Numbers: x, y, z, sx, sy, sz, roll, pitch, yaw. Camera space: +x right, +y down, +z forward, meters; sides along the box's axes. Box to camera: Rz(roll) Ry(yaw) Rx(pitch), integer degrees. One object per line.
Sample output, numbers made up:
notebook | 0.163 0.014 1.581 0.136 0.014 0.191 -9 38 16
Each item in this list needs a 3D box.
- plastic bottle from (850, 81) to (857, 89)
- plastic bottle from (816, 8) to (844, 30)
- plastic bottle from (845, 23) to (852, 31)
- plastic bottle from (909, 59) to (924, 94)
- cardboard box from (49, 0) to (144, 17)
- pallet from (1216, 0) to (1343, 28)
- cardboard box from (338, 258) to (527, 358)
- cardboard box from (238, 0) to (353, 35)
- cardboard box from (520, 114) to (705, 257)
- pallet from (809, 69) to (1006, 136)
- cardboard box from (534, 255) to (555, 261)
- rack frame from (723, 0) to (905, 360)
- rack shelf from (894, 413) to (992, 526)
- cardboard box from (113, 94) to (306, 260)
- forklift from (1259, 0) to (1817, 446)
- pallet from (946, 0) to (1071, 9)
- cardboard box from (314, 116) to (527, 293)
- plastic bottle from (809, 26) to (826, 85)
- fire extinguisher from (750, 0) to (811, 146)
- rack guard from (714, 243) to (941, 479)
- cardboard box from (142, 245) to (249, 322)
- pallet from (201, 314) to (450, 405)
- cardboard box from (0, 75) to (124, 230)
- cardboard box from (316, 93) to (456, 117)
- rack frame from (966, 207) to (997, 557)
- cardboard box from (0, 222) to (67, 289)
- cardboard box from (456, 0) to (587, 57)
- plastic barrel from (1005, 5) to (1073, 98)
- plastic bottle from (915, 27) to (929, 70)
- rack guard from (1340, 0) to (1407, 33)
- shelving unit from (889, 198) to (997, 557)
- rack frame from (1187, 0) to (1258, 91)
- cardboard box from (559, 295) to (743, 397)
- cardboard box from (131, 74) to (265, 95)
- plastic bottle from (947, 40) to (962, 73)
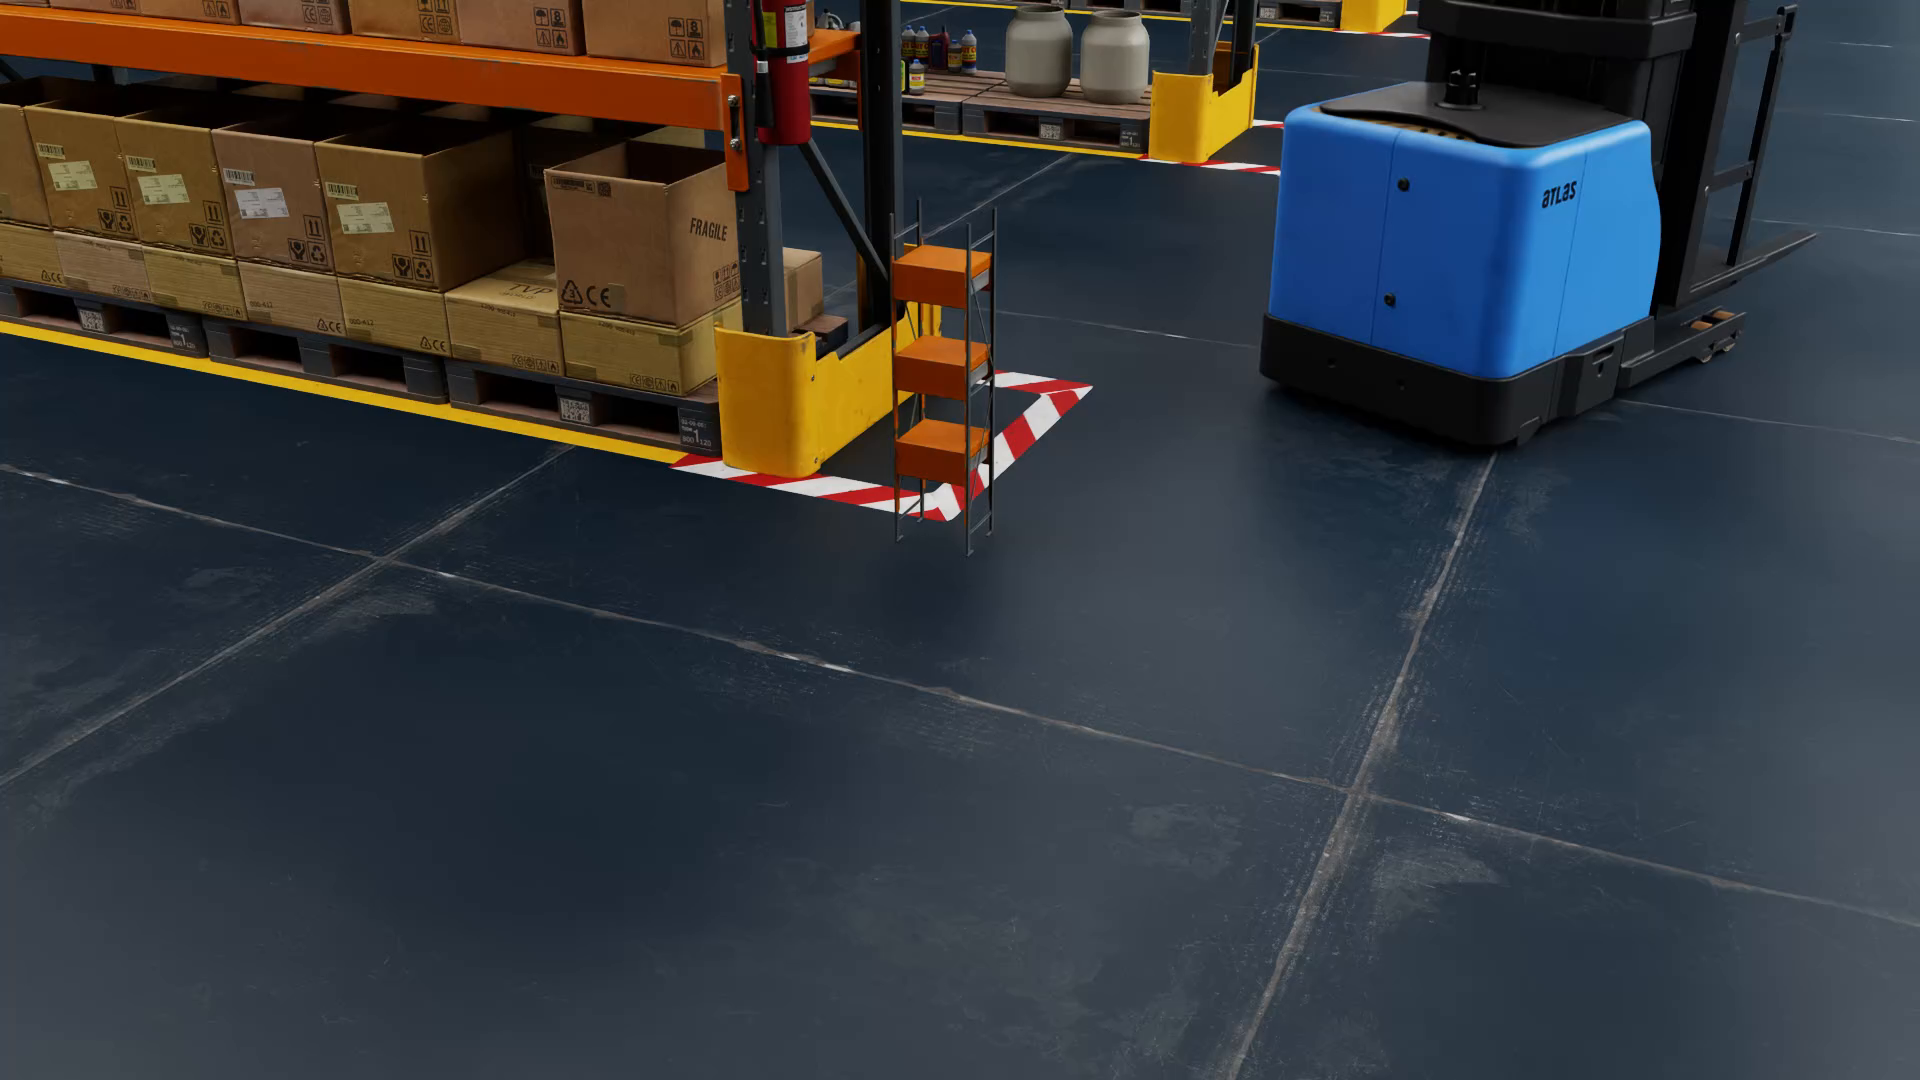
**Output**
plastic bottle | -0.617 -3.024 10.582 0.135 0.276 0.152 11 28 20
plastic bottle | -0.886 -3.451 11.365 0.185 0.351 0.144 11 28 21
plastic bottle | -0.783 -3.347 11.229 0.133 0.283 0.061 11 28 22
plastic bottle | -0.272 -2.908 10.431 0.097 0.201 0.097 0 26 0
cardboard box | -3.225 -2.420 6.655 0.500 0.500 0.700 11 28 21
pallet | 2.837 -4.724 14.606 1.213 0.211 1.003 11 28 22
cardboard box | -1.999 -0.927 6.375 0.500 0.250 0.500 11 28 22
cardboard box | -2.303 -2.233 6.277 0.500 0.500 0.700 12 29 23
cardboard box | -1.325 -1.385 6.456 0.500 0.500 0.500 11 28 22
pallet | -0.352 -2.925 10.952 1.213 0.211 1.003 11 28 22
cardboard box | -1.326 -1.048 6.620 0.500 0.250 0.500 11 28 22
rack frame | -0.473 -1.816 5.542 0.127 3.000 1.000 11 28 22
rack shelf | -0.049 -0.222 5.165 0.240 0.259 0.215 11 28 22
cardboard box | -2.911 -1.445 6.577 0.500 0.500 0.500 11 28 22
forklift | 2.579 -2.179 6.358 3.031 2.935 1.130 -22 34 -37
pallet | 0.616 -5.170 15.512 1.213 0.211 1.003 11 28 22
cardboard box | -2.001 -1.262 6.207 0.500 0.500 0.500 11 28 22
plastic bottle | -0.939 -3.120 10.693 0.185 0.351 0.144 11 28 21
fire extinguisher | -0.558 -1.573 5.136 0.183 0.674 0.296 11 28 22
rack guard | -0.451 -0.690 6.085 0.348 0.500 1.175 11 28 22
cardboard box | -2.911 -1.108 6.743 0.500 0.250 0.500 11 28 22
pallet | -2.293 -0.911 6.862 1.213 0.211 1.003 11 28 22
cardboard box | -3.822 -1.628 6.949 0.500 0.500 0.500 11 28 22
cardboard box | -2.233 -1.570 6.831 0.500 0.500 0.500 11 28 22
rack frame | 0.062 -0.458 4.993 0.008 1.050 0.200 11 28 22
cardboard box | -3.818 -1.295 7.122 0.500 0.250 0.500 11 28 22
cardboard box | -1.373 -2.045 5.895 0.500 0.500 0.700 12 29 23
plastic barrel | 0.494 -3.060 10.411 0.421 0.512 0.421 0 26 0
plastic bottle | -0.253 -3.300 11.147 0.097 0.271 0.097 0 26 0
rack guard | 3.562 -4.691 14.211 0.348 0.500 1.175 11 28 22
shelving unit | -0.049 -0.481 5.038 0.252 1.050 0.215 11 28 22
rack frame | 1.581 -3.807 9.586 0.127 3.000 1.000 11 28 22
cardboard box | -1.083 -0.750 6.015 0.500 0.250 0.500 11 28 22
cardboard box | -3.151 -1.745 7.188 0.500 0.500 0.500 11 28 22
plastic bottle | -0.035 -3.224 11.073 0.097 0.201 0.097 0 26 0
